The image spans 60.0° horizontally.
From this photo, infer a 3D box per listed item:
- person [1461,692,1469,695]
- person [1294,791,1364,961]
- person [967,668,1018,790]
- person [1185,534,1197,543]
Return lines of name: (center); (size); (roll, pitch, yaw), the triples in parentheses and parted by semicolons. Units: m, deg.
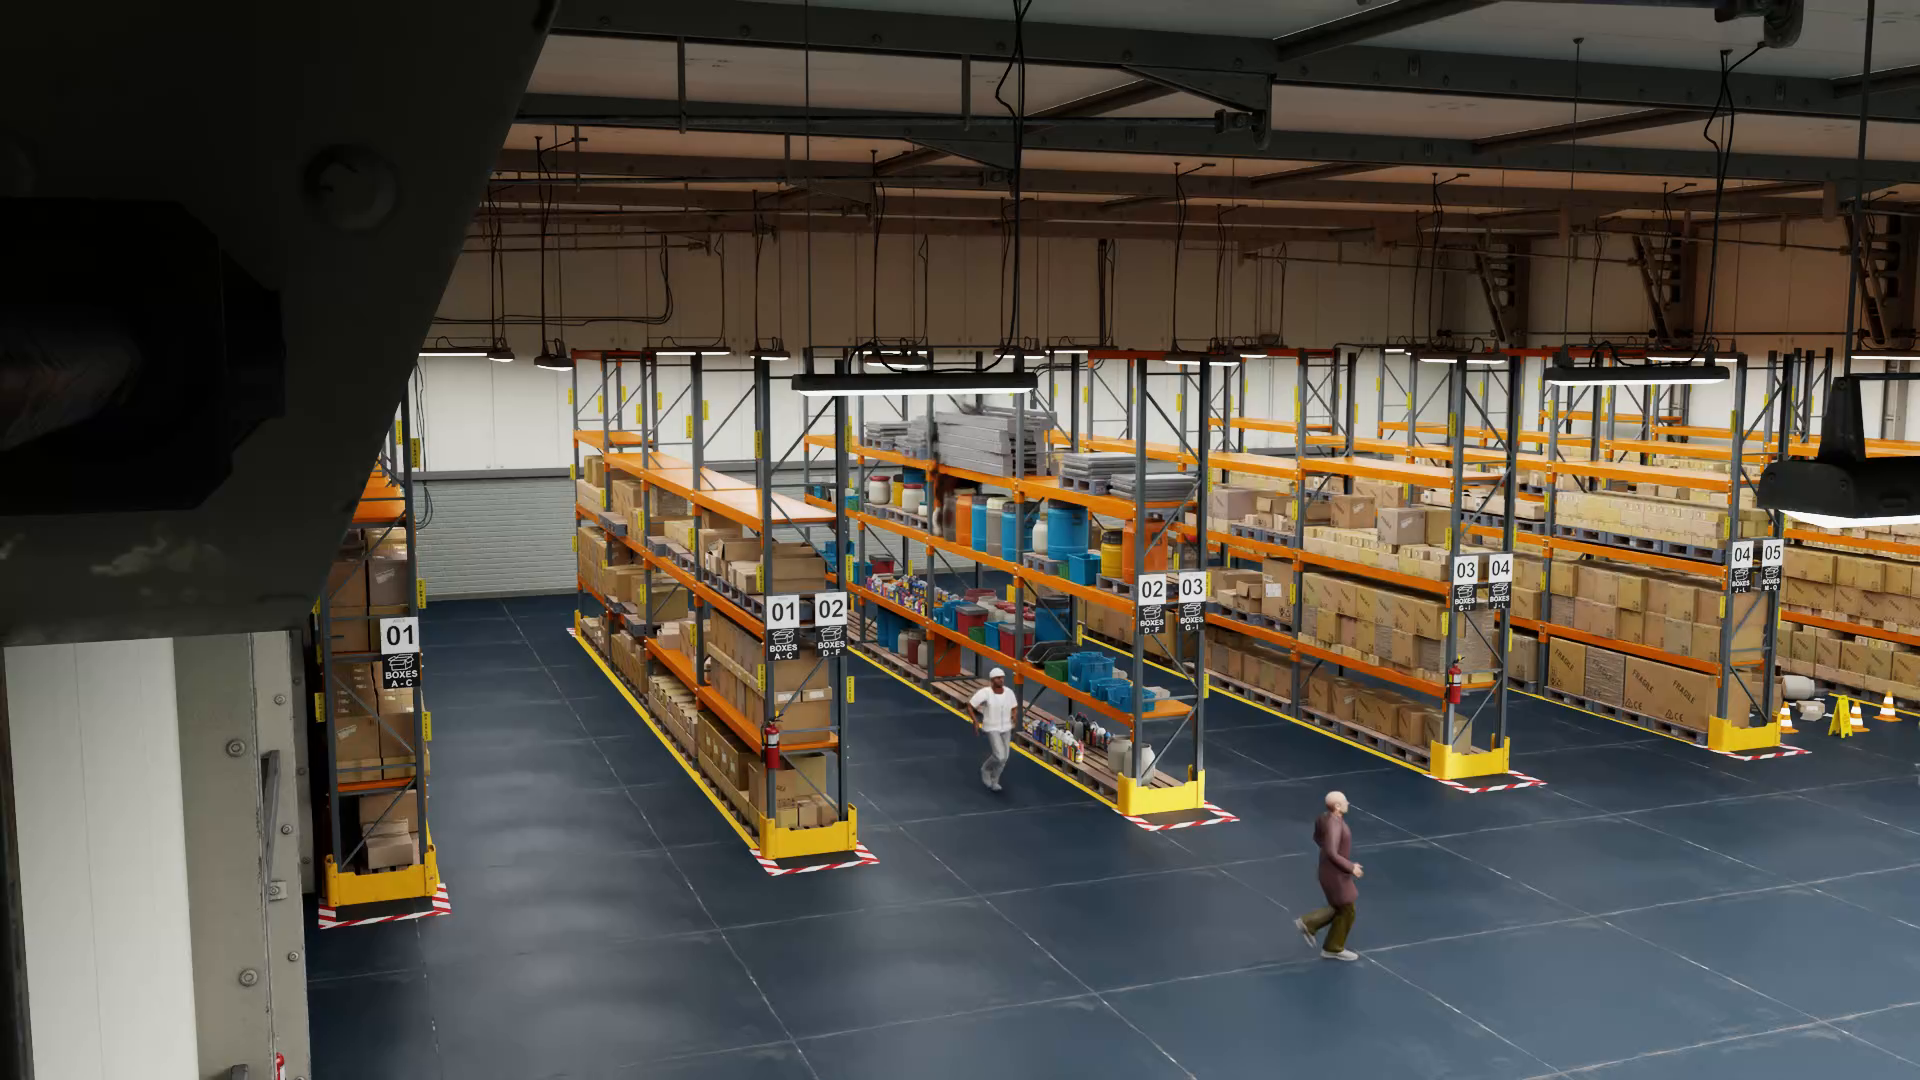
person: (8.938, 1.908, 29.203); (0.640, 1.626, 0.571); (-2, 7, -18)
person: (3.723, 3.391, 16.781); (0.639, 1.746, 0.721); (0, 7, 3)
person: (0.528, 2.622, 22.945); (0.692, 1.724, 0.607); (-4, 8, -30)
person: (5.680, 0.407, 41.073); (0.736, 1.791, 0.643); (-6, 9, -40)
